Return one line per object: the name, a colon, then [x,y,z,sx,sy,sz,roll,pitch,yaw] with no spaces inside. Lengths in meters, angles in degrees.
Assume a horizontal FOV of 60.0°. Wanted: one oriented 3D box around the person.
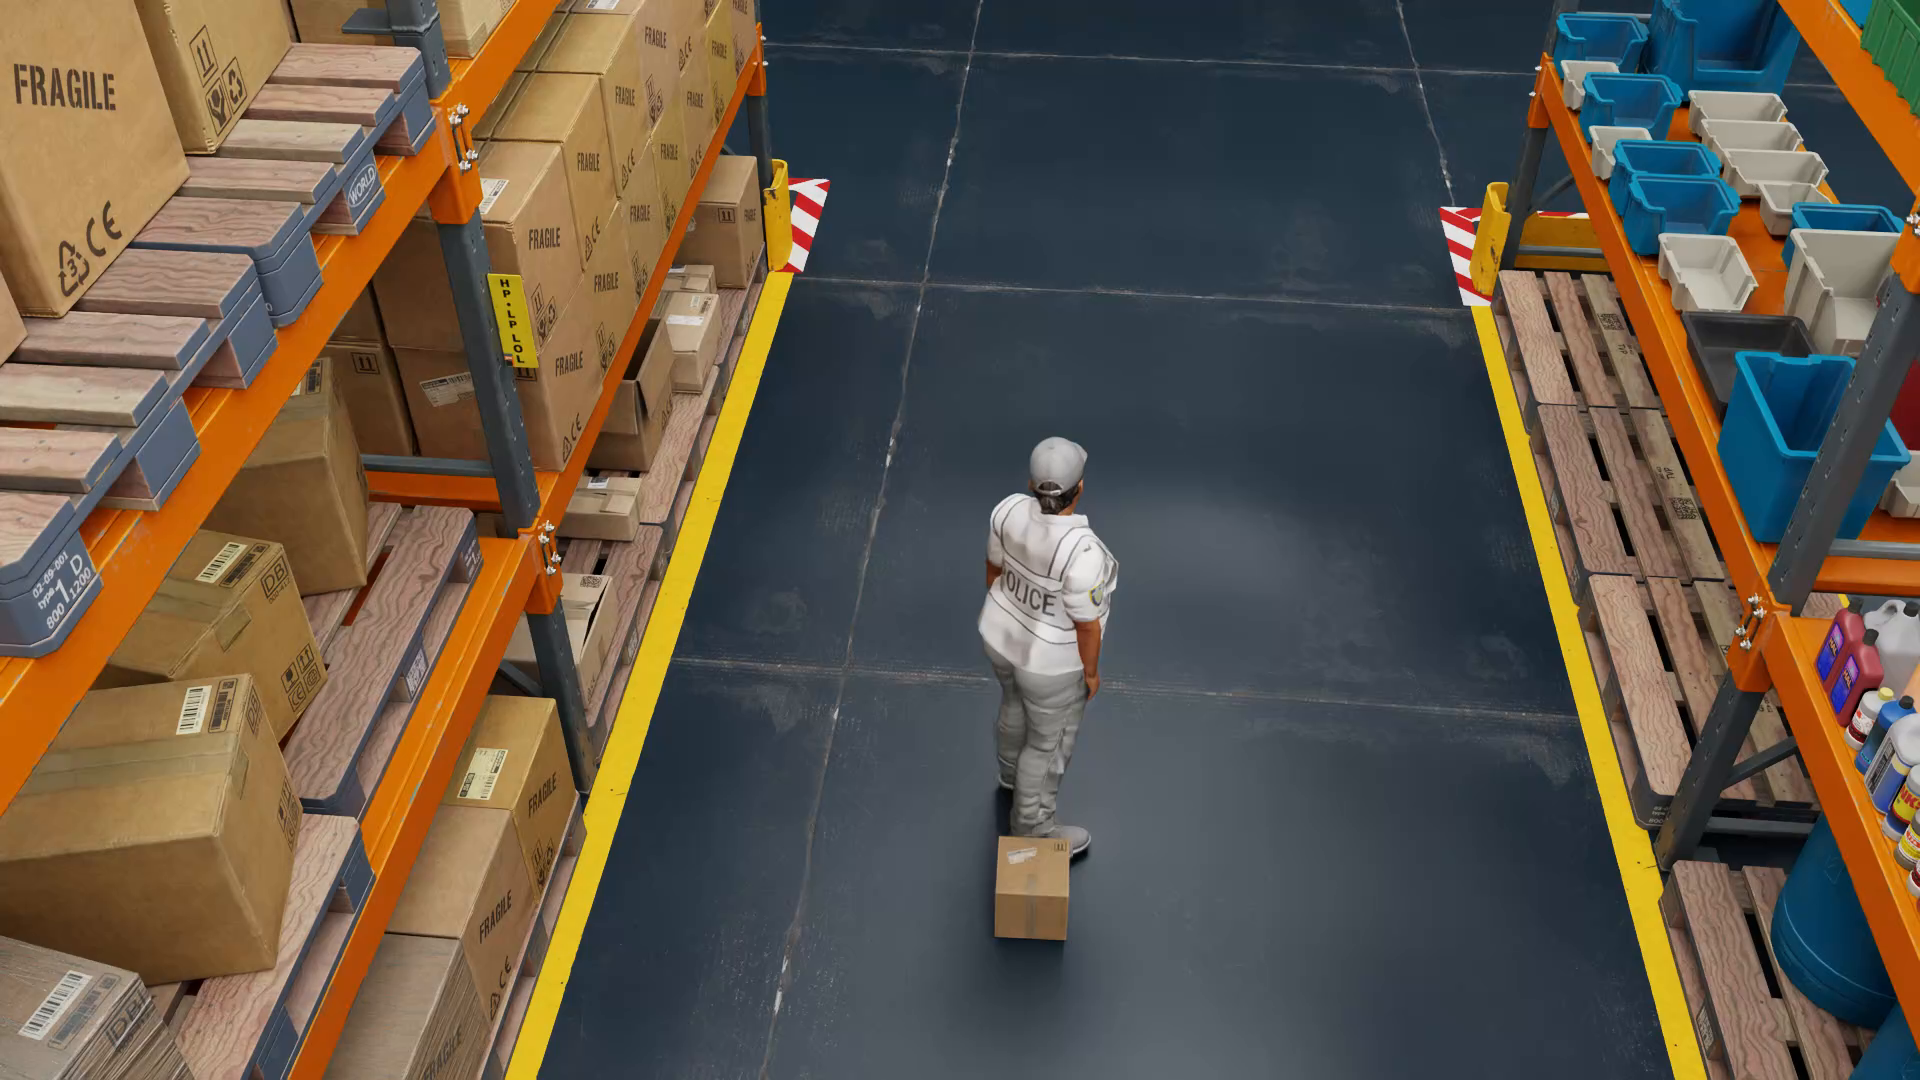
person: [0.302,0.360,5.700,0.451,1.661,0.543,-27,47,-28]
